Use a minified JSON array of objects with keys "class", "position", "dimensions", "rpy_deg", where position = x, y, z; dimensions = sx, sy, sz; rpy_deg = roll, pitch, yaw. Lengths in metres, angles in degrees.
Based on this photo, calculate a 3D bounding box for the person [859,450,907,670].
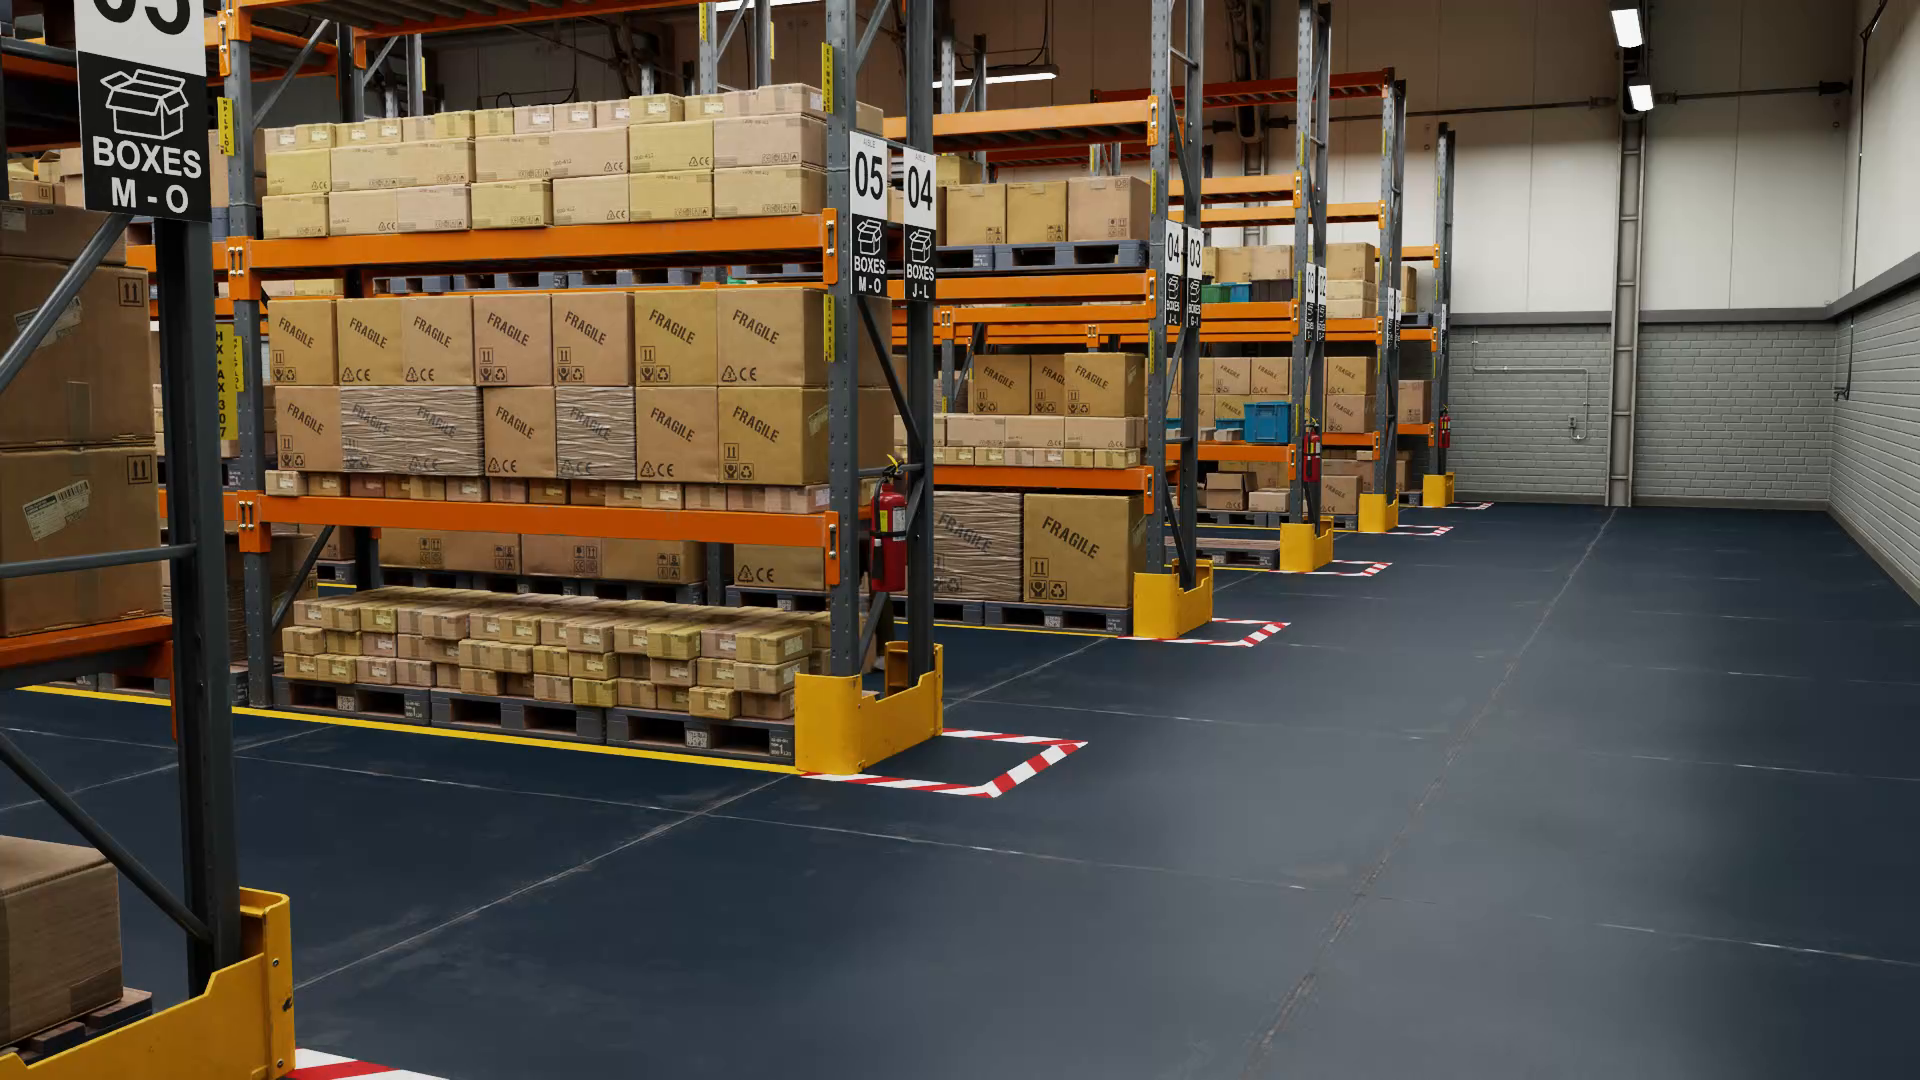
[{"class":"person","position":[-0.645,0.000,11.469],"dimensions":[0.628,1.773,0.427],"rpy_deg":[2,6,21]}]
